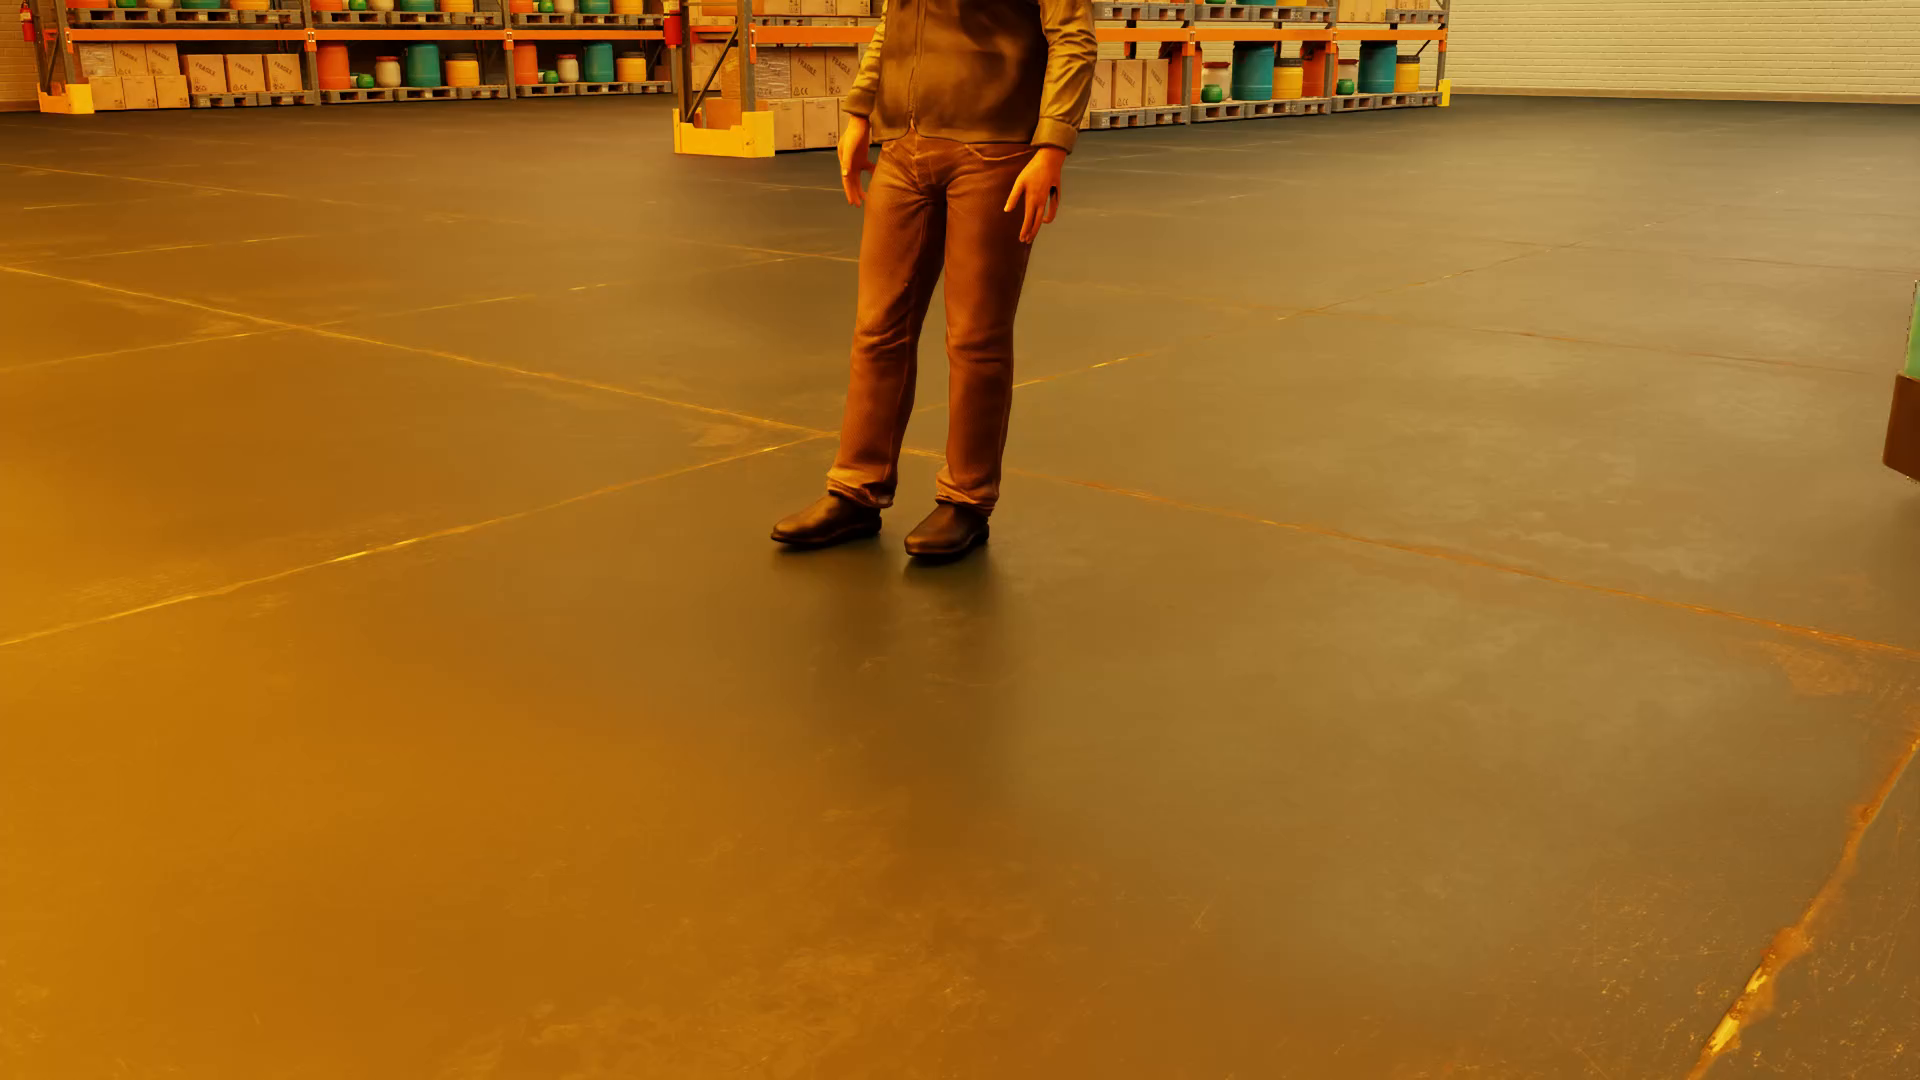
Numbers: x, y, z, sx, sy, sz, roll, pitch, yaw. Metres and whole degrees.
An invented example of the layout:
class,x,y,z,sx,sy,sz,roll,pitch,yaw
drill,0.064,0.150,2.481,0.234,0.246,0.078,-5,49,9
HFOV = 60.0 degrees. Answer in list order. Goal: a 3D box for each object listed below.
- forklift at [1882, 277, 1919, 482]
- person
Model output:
class,x,y,z,sx,sy,sz,roll,pitch,yaw
forklift,3.914,-1.393,3.485,3.031,2.935,1.130,0,17,1
person,-0.046,-0.818,3.649,0.632,1.720,0.568,13,21,37
